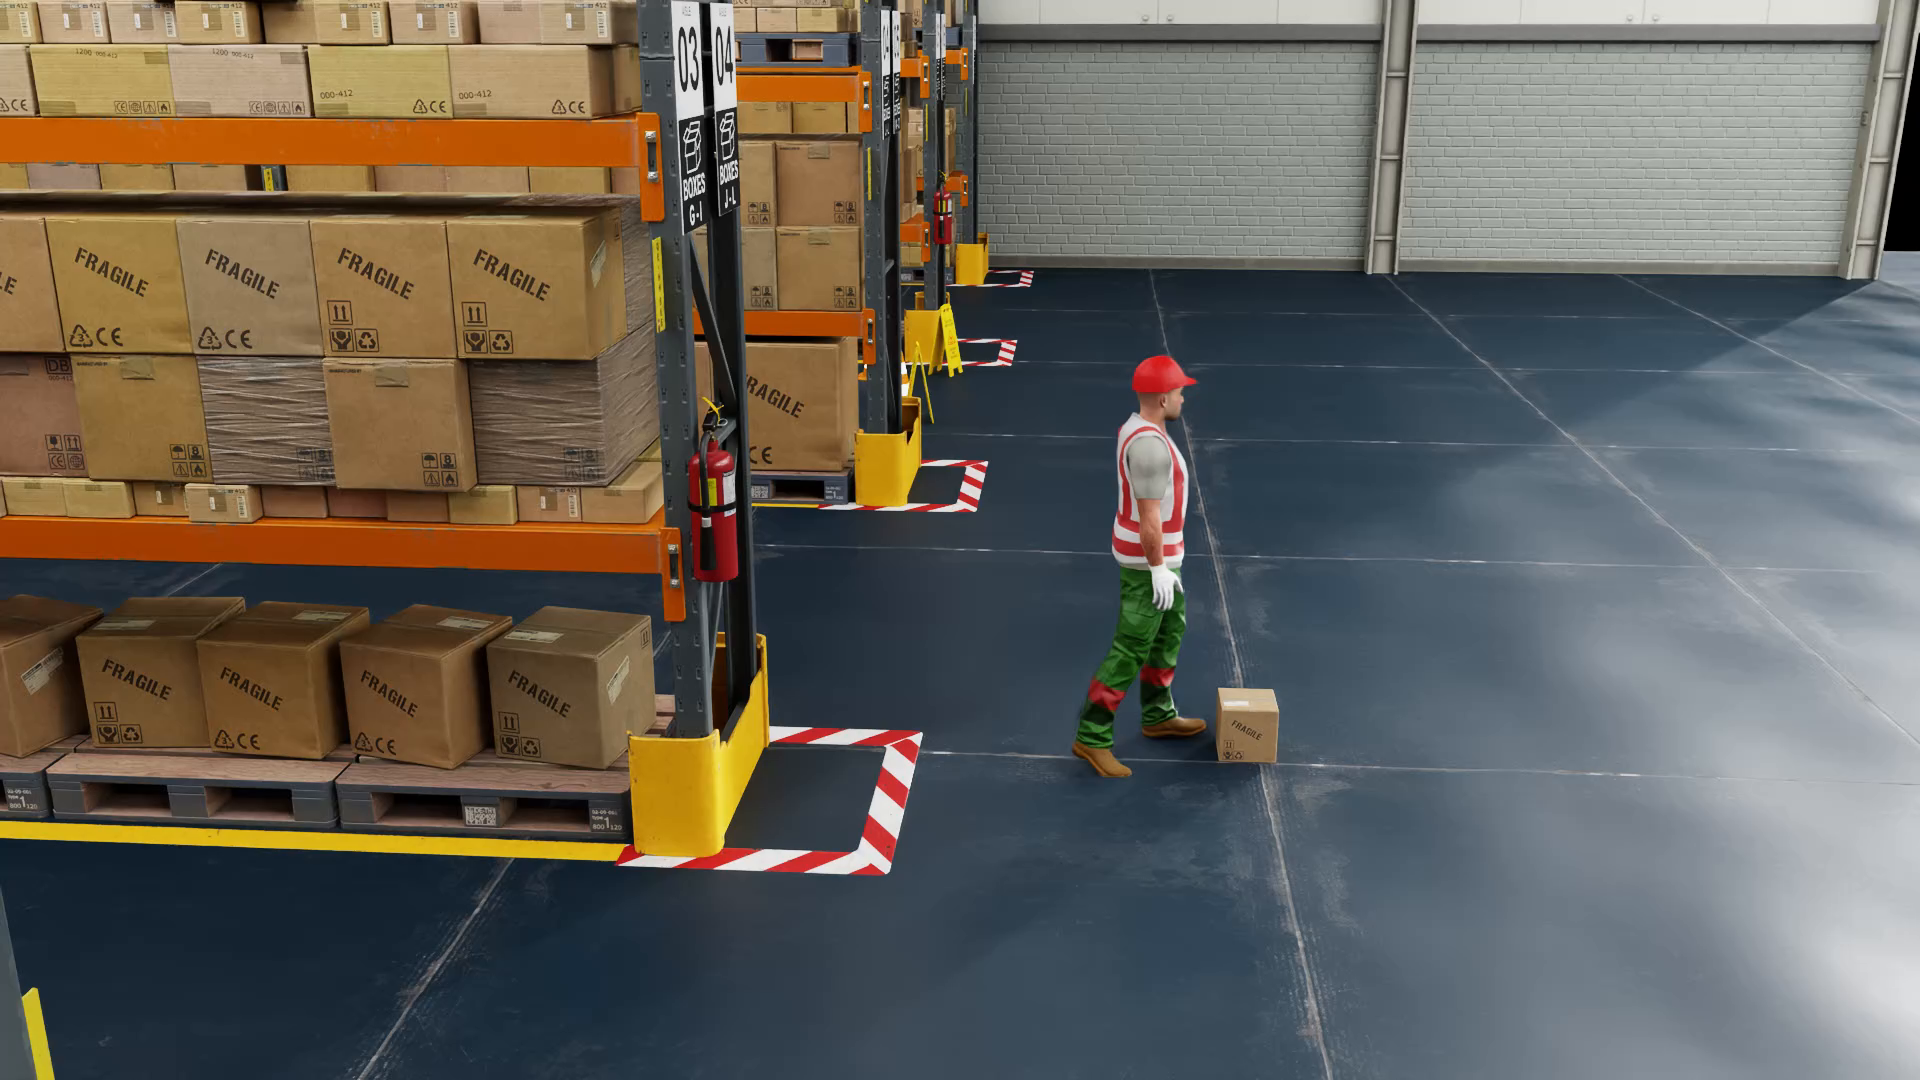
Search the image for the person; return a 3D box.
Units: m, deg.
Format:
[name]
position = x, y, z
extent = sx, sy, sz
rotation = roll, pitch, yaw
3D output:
[person]
position = 0.811, 0.101, 7.229
extent = 0.623, 1.802, 0.613
rotation = 1, 17, 3
